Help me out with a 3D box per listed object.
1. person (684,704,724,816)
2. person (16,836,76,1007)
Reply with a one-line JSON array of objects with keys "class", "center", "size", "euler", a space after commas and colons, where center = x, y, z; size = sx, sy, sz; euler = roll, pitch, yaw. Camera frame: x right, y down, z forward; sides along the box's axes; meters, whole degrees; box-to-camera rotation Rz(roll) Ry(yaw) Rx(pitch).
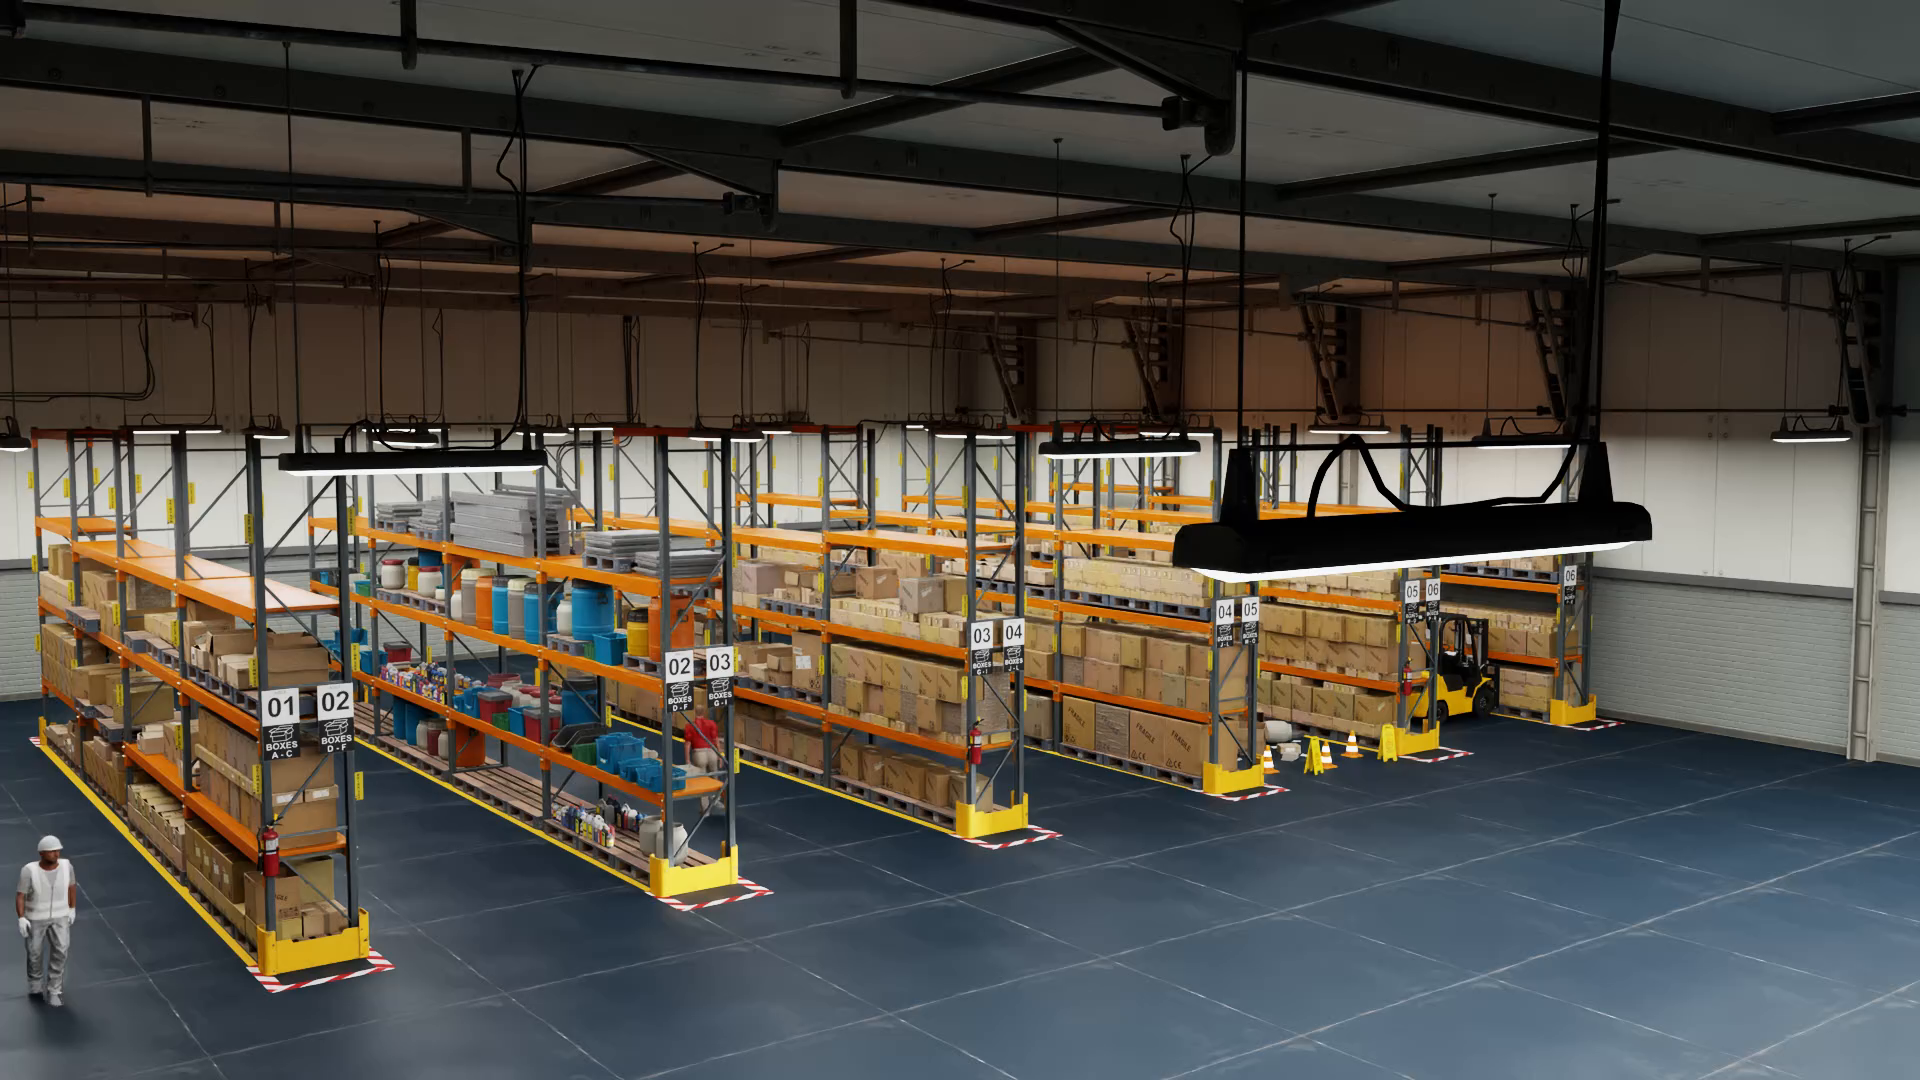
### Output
[{"class": "person", "center": [-3.998, 3.427, 25.954], "size": [0.590, 1.714, 0.479], "euler": [-2, 5, -24]}, {"class": "person", "center": [-9.791, 4.075, 17.837], "size": [0.677, 1.811, 0.647], "euler": [4, 6, 43]}]
